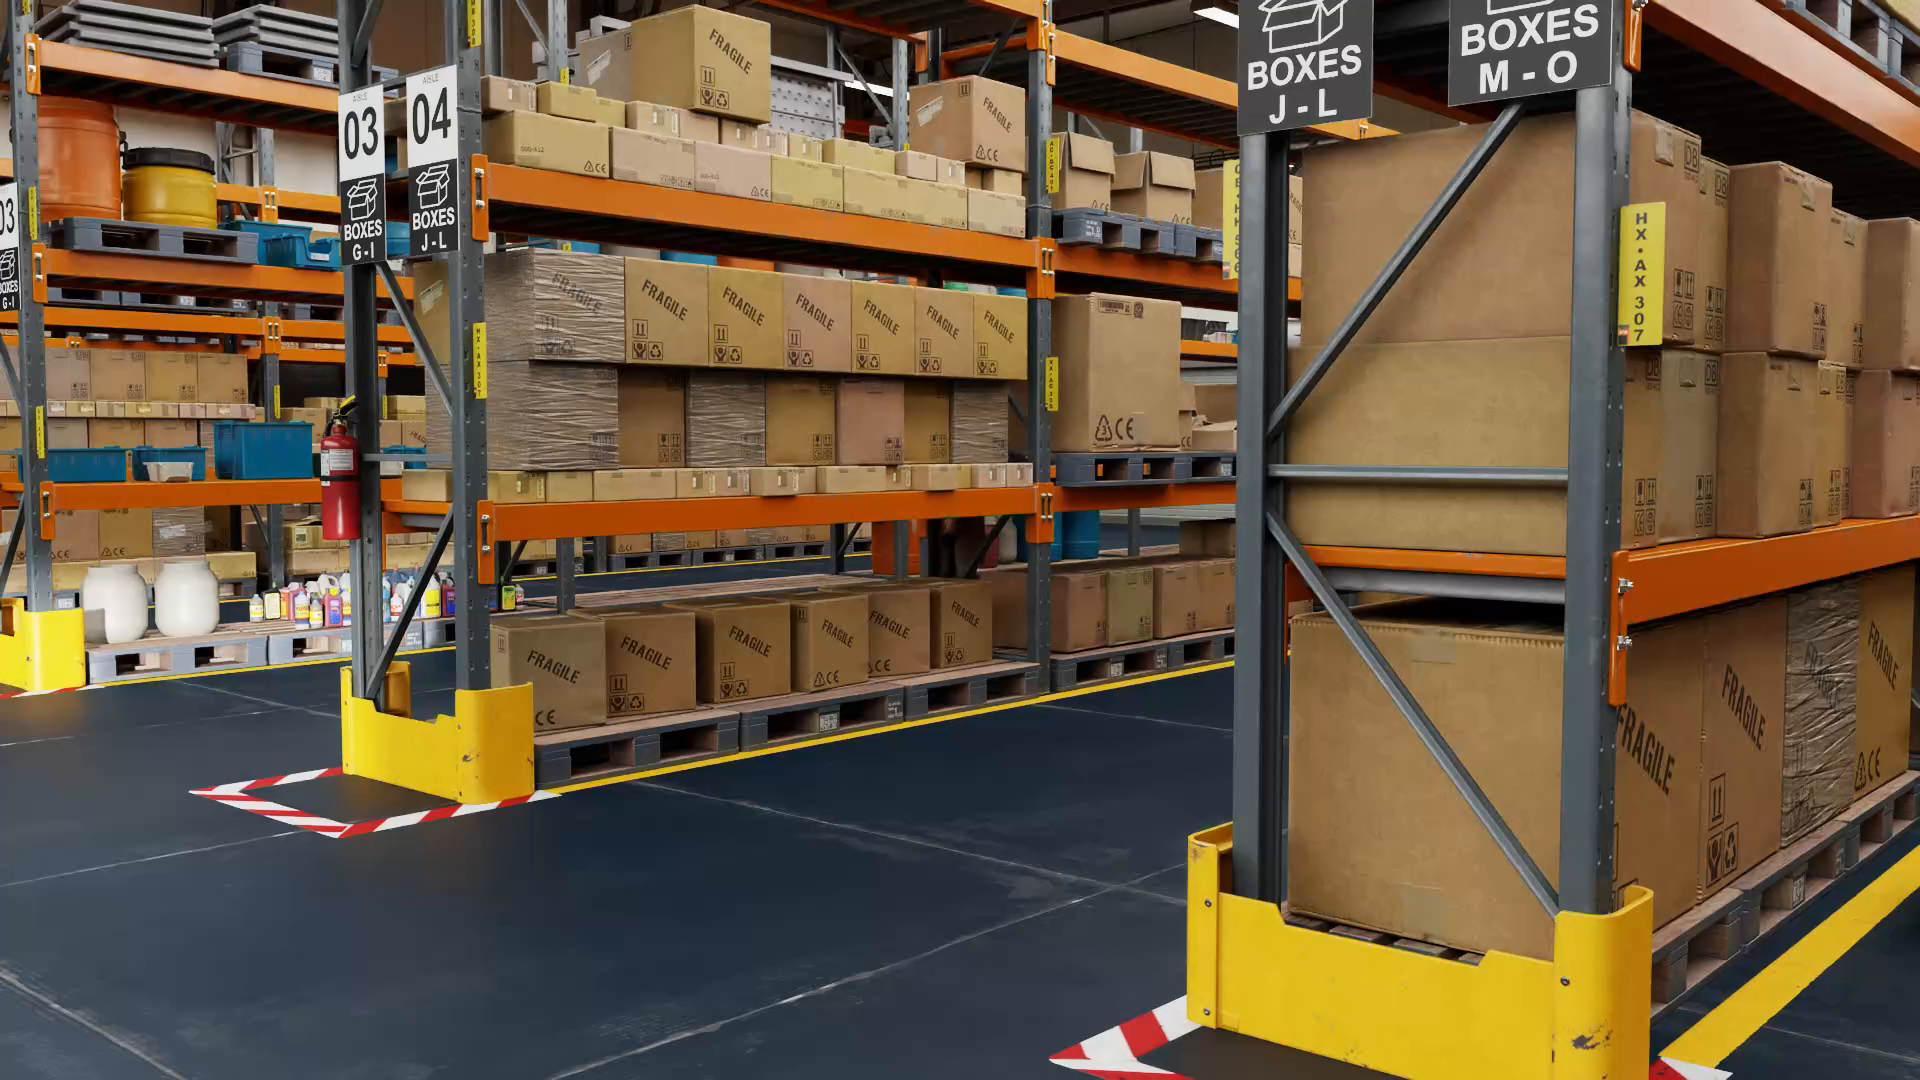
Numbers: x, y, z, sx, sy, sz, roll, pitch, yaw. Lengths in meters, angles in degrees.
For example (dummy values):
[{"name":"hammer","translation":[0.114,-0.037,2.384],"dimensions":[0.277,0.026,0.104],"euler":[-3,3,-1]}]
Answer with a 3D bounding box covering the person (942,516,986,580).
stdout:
[{"name":"person","translation":[-0.067,-0.042,12.417],"dimensions":[0.526,1.778,0.543],"euler":[3,5,41]}]
